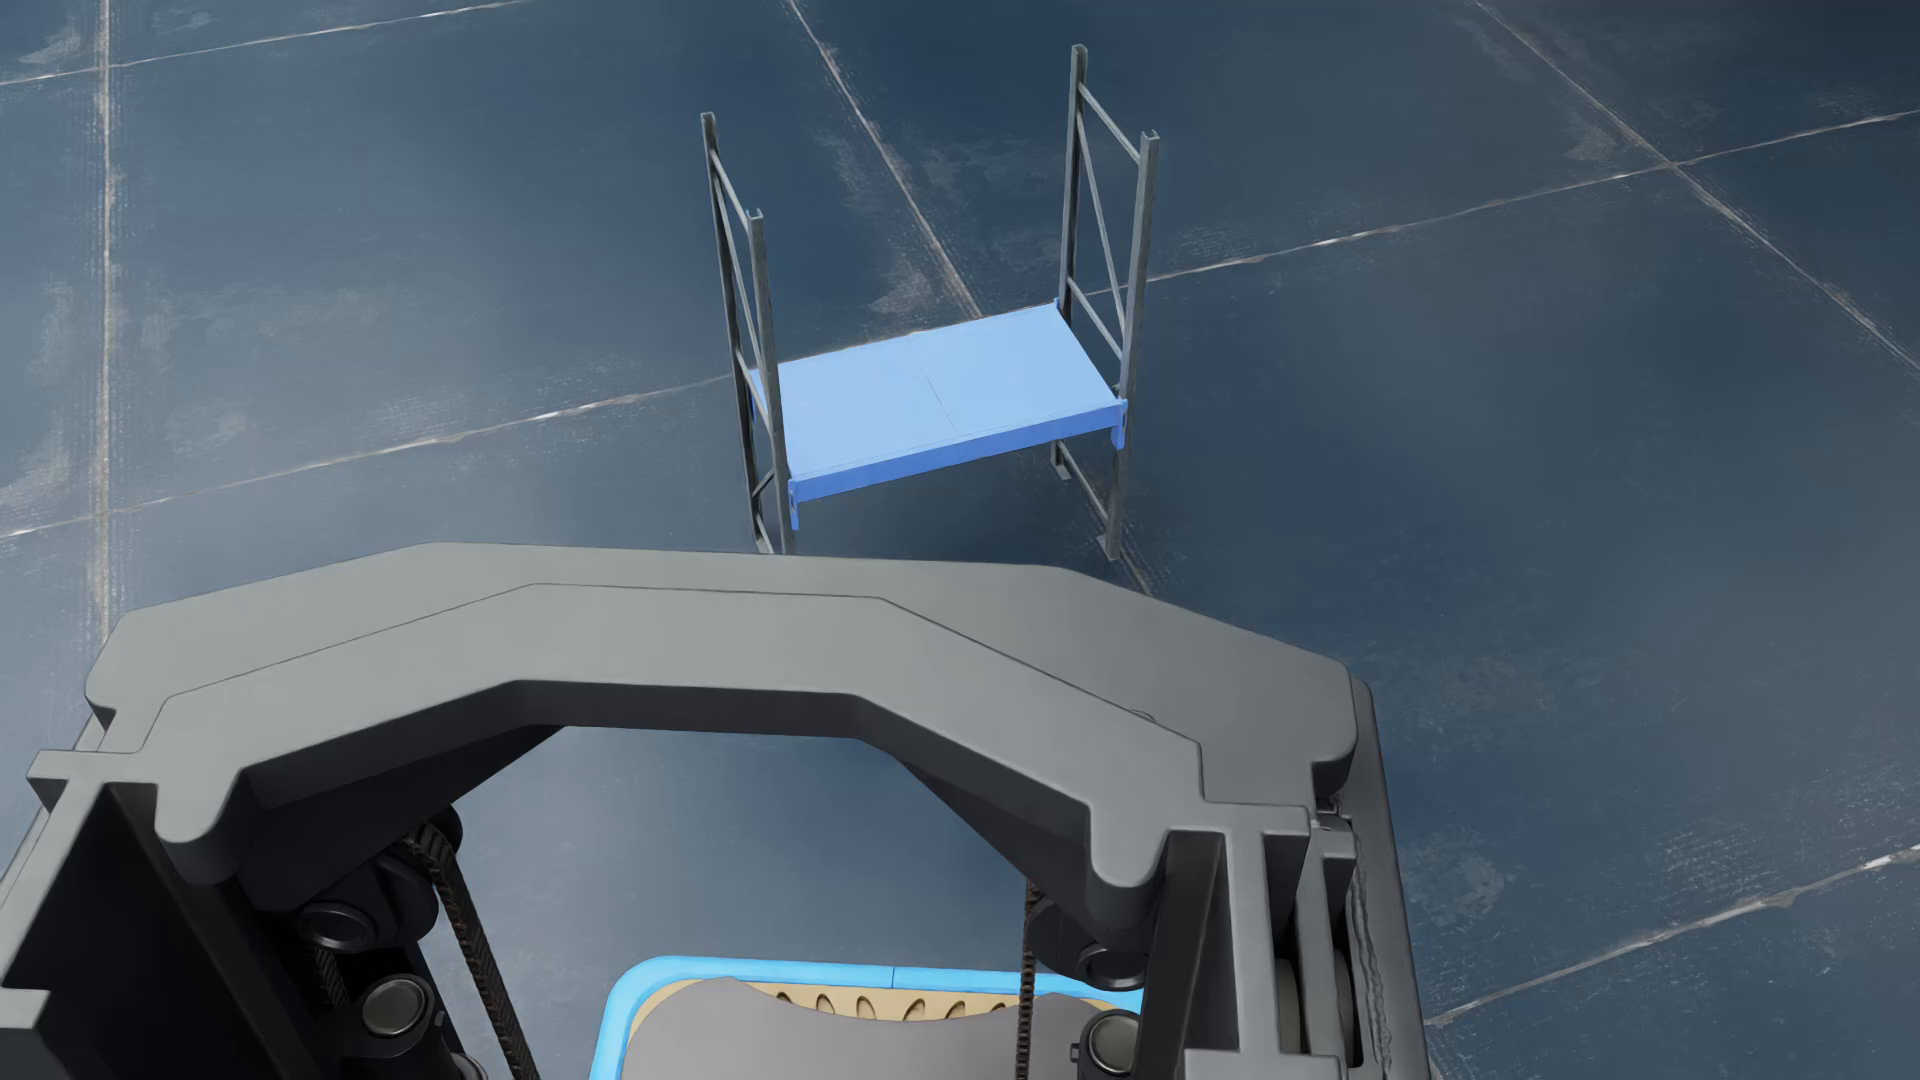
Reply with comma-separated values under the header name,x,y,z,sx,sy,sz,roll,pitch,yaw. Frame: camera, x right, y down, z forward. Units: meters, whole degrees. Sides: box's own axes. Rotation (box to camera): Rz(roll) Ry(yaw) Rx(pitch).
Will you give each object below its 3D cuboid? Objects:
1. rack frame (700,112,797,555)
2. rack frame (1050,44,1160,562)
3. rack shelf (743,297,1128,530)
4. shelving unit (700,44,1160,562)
name,x,y,z,sx,sy,sz,roll,pitch,yaw
rack frame,-0.558,-0.387,4.576,0.032,1.500,0.500,-14,47,-14
rack frame,0.398,-0.631,4.820,0.032,1.500,0.500,-14,47,-14
rack shelf,-0.080,-0.382,4.826,1.000,0.185,0.538,-14,47,-14
shelving unit,-0.080,-0.509,4.698,1.048,1.500,0.538,-14,47,-14
